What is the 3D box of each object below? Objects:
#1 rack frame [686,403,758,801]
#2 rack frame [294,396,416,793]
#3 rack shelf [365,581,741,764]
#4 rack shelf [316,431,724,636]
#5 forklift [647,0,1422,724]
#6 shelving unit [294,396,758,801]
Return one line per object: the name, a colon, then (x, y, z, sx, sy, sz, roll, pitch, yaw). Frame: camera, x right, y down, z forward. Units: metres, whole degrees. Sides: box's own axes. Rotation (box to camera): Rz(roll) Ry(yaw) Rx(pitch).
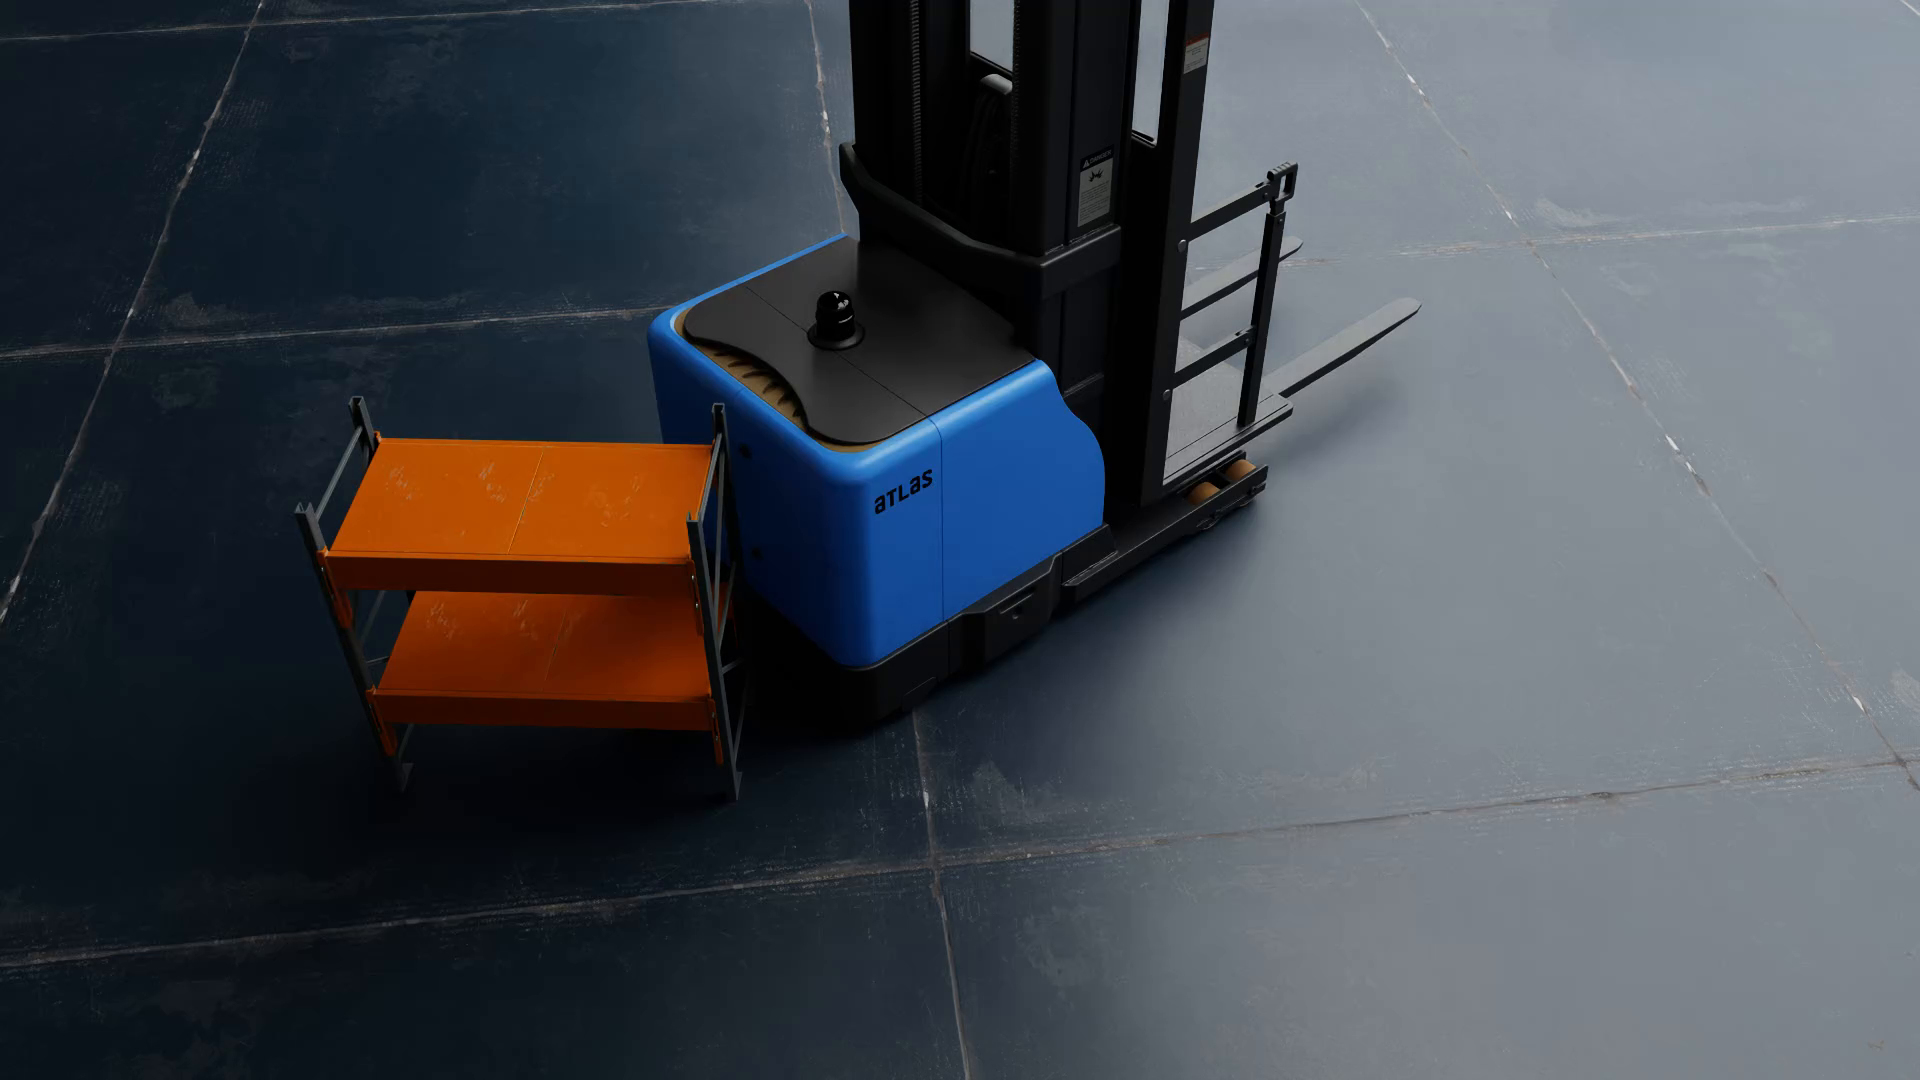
rack frame: (-0.680, 0.204, 4.828, 0.032, 1.125, 0.500, 1, 42, 1)
rack frame: (-1.696, 0.181, 4.853, 0.032, 1.125, 0.500, 1, 42, 1)
rack shelf: (-1.188, 0.374, 5.004, 1.000, 0.278, 0.538, 1, 42, 1)
rack shelf: (-1.188, -0.025, 4.644, 1.000, 0.278, 0.538, 1, 42, 1)
forklift: (0.476, -1.366, 5.219, 3.031, 2.935, 1.130, -30, 50, -29)
shelving unit: (-1.188, 0.193, 4.840, 1.048, 1.125, 0.538, 1, 42, 1)
